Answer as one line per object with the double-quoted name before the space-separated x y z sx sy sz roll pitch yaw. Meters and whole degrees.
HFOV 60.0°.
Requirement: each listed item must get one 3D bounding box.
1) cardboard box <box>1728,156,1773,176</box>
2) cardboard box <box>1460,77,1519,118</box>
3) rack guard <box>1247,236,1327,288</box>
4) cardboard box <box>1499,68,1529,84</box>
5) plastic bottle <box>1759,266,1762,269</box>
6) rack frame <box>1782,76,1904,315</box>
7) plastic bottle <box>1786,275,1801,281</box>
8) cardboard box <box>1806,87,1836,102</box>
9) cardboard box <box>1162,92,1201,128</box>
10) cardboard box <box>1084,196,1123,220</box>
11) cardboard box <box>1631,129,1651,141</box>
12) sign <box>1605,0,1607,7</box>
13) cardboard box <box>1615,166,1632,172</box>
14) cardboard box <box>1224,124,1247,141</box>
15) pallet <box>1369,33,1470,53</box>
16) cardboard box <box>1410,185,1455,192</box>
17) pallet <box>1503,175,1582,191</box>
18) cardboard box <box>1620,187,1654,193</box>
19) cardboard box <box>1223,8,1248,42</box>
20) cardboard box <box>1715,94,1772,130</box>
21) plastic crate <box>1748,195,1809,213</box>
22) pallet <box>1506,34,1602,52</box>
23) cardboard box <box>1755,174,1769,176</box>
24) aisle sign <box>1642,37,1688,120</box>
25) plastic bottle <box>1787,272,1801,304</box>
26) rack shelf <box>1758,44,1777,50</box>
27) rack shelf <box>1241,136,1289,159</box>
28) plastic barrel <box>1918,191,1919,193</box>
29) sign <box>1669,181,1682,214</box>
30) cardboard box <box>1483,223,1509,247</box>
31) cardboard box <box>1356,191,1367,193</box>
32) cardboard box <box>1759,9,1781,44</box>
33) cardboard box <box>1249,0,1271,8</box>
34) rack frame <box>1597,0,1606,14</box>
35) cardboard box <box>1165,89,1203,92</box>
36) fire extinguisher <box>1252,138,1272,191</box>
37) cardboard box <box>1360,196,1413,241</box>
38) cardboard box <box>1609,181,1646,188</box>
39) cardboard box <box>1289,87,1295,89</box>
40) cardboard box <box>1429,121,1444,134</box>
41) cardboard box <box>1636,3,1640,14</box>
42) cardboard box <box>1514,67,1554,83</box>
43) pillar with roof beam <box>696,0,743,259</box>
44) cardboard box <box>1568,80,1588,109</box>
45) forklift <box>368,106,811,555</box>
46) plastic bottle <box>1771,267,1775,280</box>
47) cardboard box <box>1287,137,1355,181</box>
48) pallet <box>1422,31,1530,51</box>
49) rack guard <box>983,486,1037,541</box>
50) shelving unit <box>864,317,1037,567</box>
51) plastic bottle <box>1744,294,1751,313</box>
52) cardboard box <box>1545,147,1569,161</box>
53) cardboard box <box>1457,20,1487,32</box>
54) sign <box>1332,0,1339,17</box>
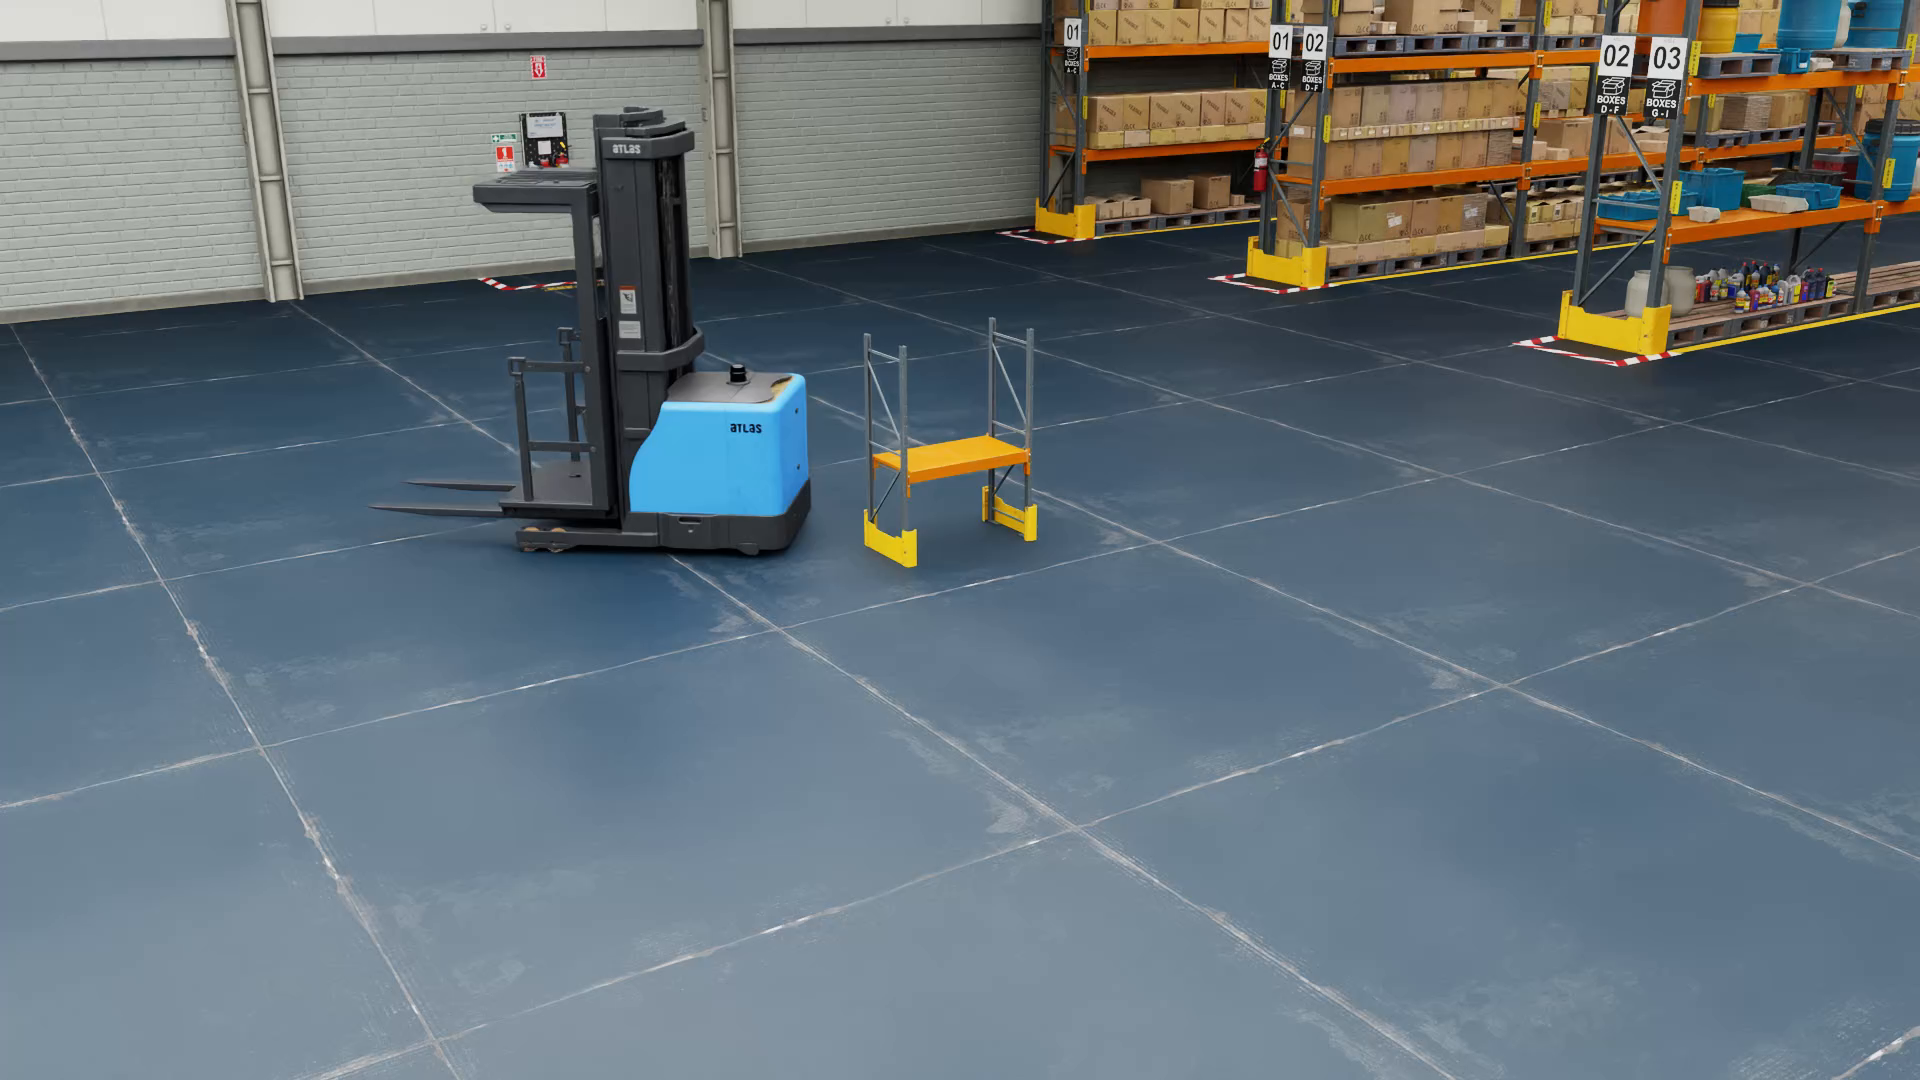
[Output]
"cardboard box" 12.935 -6.137 27.260 0.500 0.250 0.500 -12 22 -31
"cardboard box" 7.260 -6.127 23.003 0.500 0.500 0.700 -12 22 -31
"rack guard" 4.266 -3.652 21.767 0.348 0.500 1.175 -12 22 -31
"cardboard box" 10.048 -8.413 30.125 0.500 0.250 0.500 -12 22 -33
"plastic bottle" 9.586 -3.134 19.898 0.135 0.276 0.152 -11 22 -29
"rack frame" 10.348 -4.219 19.542 0.127 3.000 1.000 -12 22 -31
"plastic bottle" 9.706 -2.948 19.348 0.135 0.276 0.152 -12 22 -31
"cardboard box" 14.588 -7.633 27.923 0.500 0.500 0.500 -12 22 -31
"cardboard box" 3.400 -6.730 26.000 0.500 0.500 0.500 -11 22 -30
"cardboard box" 2.186 -5.197 25.946 0.500 0.311 0.500 -15 24 -37
"cardboard box" 10.114 -6.102 25.248 0.500 0.311 0.500 -12 22 -32
"sign" 11.887 -9.950 30.510 0.005 0.325 0.100 -12 22 -31
"cardboard box" 12.683 -7.485 32.449 0.500 0.500 0.700 -12 22 -32
"cardboard box" 4.250 -6.558 26.661 0.500 0.250 0.500 -12 22 -31
"pallet" 5.911 -6.553 21.900 1.213 0.211 1.003 -12 22 -31
"cardboard box" 6.654 -4.708 23.455 0.500 0.500 0.500 -12 22 -31
"pallet" 10.978 -6.801 31.533 1.213 0.211 1.003 -12 22 -31
"cardboard box" 10.235 -5.160 25.086 0.500 0.311 0.500 -12 22 -32
"cardboard box" 4.184 -8.106 26.168 0.500 0.500 0.500 -14 23 -36
"cardboard box" 12.300 -6.747 26.206 0.500 0.500 0.700 -8 20 -21
"plastic crate" 9.131 -3.741 18.538 0.437 0.136 0.530 -12 22 -31
"pallet" 8.356 -7.034 23.483 1.217 0.209 0.805 -13 23 -34
"cardboard box" 12.909 -5.775 27.360 0.500 0.500 0.500 -12 22 -31
"aisle sign" 7.108 -4.655 16.772 0.004 0.787 0.394 -12 22 -31
"plastic bottle" 9.538 -2.892 19.064 0.185 0.351 0.144 -12 22 -32
"rack shelf" 12.638 -7.682 26.224 4.000 0.370 1.077 -12 22 -31
"rack shelf" 6.570 -6.881 28.537 4.000 0.370 1.077 -12 22 -31
"plastic barrel" 11.538 -4.346 20.132 0.301 0.262 0.301 0 19 0
"sign" 7.306 -3.498 16.976 0.005 0.325 0.100 -12 22 -31
"cardboard box" 7.360 -4.301 23.421 0.500 0.250 0.500 -12 22 -31
"cardboard box" 6.774 -6.303 28.920 0.500 0.500 0.700 -12 22 -32
"cardboard box" 12.173 -7.985 25.841 0.500 0.500 0.910 -12 22 -31
"cardboard box" 4.630 -8.660 26.245 0.500 0.500 0.500 -14 23 -36
"rack frame" 11.581 -11.120 30.587 0.127 3.000 1.000 -12 22 -31
"cardboard box" 3.538 -6.960 26.679 0.500 0.500 0.500 -11 22 -30
"fire extinguisher" 3.932 -4.907 21.697 0.183 0.674 0.296 -12 22 -31
"cardboard box" 5.683 -4.307 22.268 0.500 0.500 0.500 -12 22 -31
"cardboard box" 10.368 -5.398 25.790 0.500 0.311 0.500 -11 22 -30
"cardboard box" 5.814 -7.302 27.817 0.500 0.500 0.700 -9 21 -26
"cardboard box" 6.236 -5.524 22.231 0.250 0.149 0.380 -11 22 -30
"cardboard box" 12.736 -10.012 31.414 0.500 0.250 0.500 -12 22 -33
"cardboard box" 10.473 -8.503 30.391 0.500 0.250 0.500 -11 22 -30
"pillar with roof beam" -0.976 -7.153 18.852 0.400 9.000 9.100 -12 22 -31
"cardboard box" 11.334 -8.327 31.041 0.500 0.500 0.500 -12 22 -32
"forklift" -2.644 -1.468 11.510 3.031 2.935 1.130 2 19 6
"plastic bottle" 9.645 -3.109 19.813 0.133 0.283 0.061 -12 22 -31
"cardboard box" 4.683 -4.967 21.596 0.500 0.500 0.700 -12 22 -31
"pallet" 6.929 -6.767 22.532 1.213 0.211 1.003 -12 22 -31
"rack guard" 0.352 -0.193 11.925 0.087 0.250 0.587 -12 22 -31
"shelving unit" -0.064 -0.697 11.465 1.083 1.500 0.587 -12 22 -31
"plastic bottle" 8.779 -2.652 18.587 0.097 0.201 0.097 0 19 0
"cardboard box" 8.479 -5.527 23.803 0.250 0.149 0.380 -12 22 -31
"cardboard box" 6.770 -6.827 22.088 0.250 0.149 0.380 -12 22 -31
"sign" 4.586 -6.563 20.303 0.005 0.325 0.100 -12 22 -31
